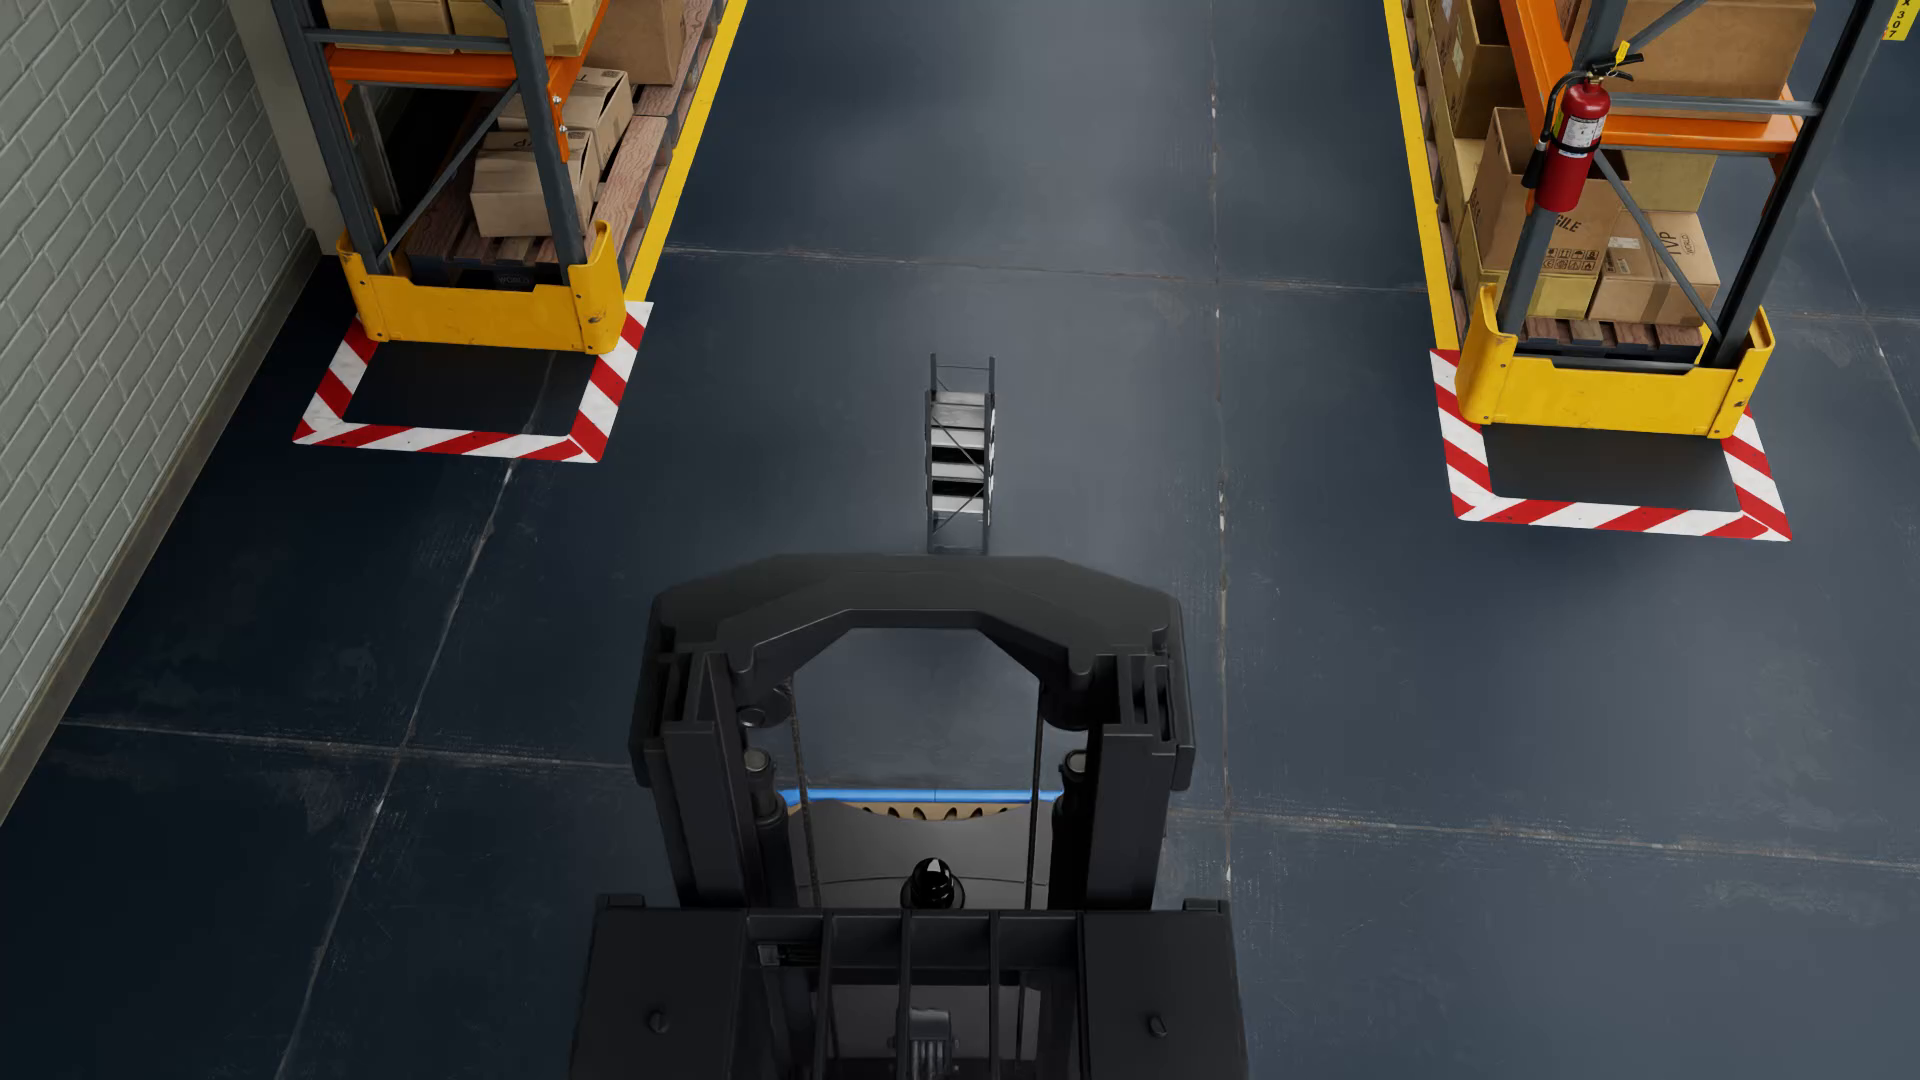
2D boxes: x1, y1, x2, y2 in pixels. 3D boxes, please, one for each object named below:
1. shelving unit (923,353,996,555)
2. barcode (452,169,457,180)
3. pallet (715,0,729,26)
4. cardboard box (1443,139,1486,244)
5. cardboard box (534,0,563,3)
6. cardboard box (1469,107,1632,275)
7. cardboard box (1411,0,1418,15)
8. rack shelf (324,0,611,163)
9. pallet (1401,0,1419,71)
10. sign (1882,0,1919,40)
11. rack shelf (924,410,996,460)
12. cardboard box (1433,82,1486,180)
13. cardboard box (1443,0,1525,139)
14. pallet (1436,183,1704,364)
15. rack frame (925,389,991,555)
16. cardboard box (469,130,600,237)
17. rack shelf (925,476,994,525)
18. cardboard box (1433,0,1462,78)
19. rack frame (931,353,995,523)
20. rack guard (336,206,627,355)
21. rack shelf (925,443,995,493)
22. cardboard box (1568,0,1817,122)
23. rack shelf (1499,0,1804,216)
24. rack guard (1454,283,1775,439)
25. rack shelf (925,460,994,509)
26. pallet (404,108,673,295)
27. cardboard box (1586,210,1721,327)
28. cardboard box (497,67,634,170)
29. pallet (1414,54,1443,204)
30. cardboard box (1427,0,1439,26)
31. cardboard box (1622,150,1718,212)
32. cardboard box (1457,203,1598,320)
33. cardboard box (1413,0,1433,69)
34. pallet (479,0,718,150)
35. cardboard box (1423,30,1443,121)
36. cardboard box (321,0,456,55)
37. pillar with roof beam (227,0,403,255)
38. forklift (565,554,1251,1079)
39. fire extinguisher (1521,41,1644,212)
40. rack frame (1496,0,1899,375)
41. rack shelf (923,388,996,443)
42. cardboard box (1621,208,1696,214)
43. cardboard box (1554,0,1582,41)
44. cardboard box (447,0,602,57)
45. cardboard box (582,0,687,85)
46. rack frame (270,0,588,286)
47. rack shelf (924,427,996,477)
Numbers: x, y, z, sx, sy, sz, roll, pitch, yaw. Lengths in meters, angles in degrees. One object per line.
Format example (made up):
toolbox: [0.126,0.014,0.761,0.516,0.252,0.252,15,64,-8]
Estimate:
shelving unit: [0.001,-0.310,6.449,0.258,0.900,0.210,4,48,4]
barcode: [-2.393,-1.746,7.858,0.001,0.075,0.075,4,48,4]
pallet: [-1.810,-3.461,9.799,1.003,0.211,1.213,4,48,4]
cardboard box: [2.573,-1.625,7.808,0.500,0.250,0.500,4,48,4]
cardboard box: [-1.806,-2.499,6.609,0.500,0.500,0.500,4,48,4]
cardboard box: [2.537,-1.510,7.195,0.500,0.500,0.500,4,48,4]
cardboard box: [2.754,-3.094,9.152,0.500,0.250,0.500,4,48,4]
rack shelf: [-1.967,-3.186,8.145,1.077,0.370,4.000,4,48,4]
pallet: [3.035,-3.045,9.418,1.003,0.211,1.213,4,48,4]
sign: [3.337,-1.906,5.846,0.100,0.325,0.005,4,48,4]
rack shelf: [0.001,-0.409,6.341,0.258,0.077,0.200,4,48,4]
cardboard box: [2.617,-1.992,8.144,0.500,0.250,0.500,4,48,4]
cardboard box: [2.614,-2.245,7.868,0.500,0.500,0.500,4,48,4]
pallet: [2.813,-1.252,7.778,1.003,0.211,1.213,4,48,4]
rack frame: [-0.009,-0.235,6.381,0.240,0.900,0.006,4,48,4]
cardboard box: [-1.996,-1.703,7.824,0.500,0.311,0.500,-1,48,-1]
rack shelf: [0.001,-0.166,6.607,0.258,0.077,0.200,4,48,4]
cardboard box: [2.661,-2.613,8.203,0.500,0.500,0.500,4,48,4]
rack frame: [0.010,-0.384,6.518,0.240,0.900,0.006,4,48,4]
rack guard: [-2.142,-1.171,7.508,1.175,0.500,0.348,4,48,4]
rack shelf: [0.001,-0.287,6.474,0.258,0.077,0.200,4,48,4]
cardboard box: [2.840,-2.005,6.509,0.700,0.500,0.500,4,48,4]
rack shelf: [2.967,-2.856,7.842,1.077,0.370,4.000,4,48,4]
rack guard: [2.782,-0.767,7.139,1.175,0.500,0.348,4,48,4]
rack shelf: [0.001,-0.226,6.540,0.258,0.077,0.200,4,48,4]
pallet: [-2.033,-1.668,8.159,1.003,0.211,1.213,4,48,4]
cardboard box: [3.055,-1.222,7.439,0.500,0.250,0.500,4,48,4]
cardboard box: [-1.944,-2.121,8.207,0.500,0.311,0.500,7,48,7]
pallet: [2.926,-2.146,8.596,1.003,0.211,1.213,4,48,4]
cardboard box: [2.704,-2.980,8.540,0.500,0.500,0.500,4,48,4]
cardboard box: [3.099,-1.842,7.499,0.500,0.500,0.500,4,48,4]
cardboard box: [2.539,-1.256,7.471,0.500,0.250,0.500,4,48,4]
cardboard box: [2.704,-2.727,8.816,0.500,0.250,0.500,4,48,4]
pallet: [-1.919,-2.563,8.977,1.003,0.211,1.213,4,48,4]
cardboard box: [2.664,-2.359,8.480,0.500,0.250,0.500,4,48,4]
cardboard box: [-2.299,-2.272,6.909,0.500,0.250,0.500,4,48,4]
pillar with roof beam: [1.341,-4.267,4.580,9.100,9.000,0.400,4,48,4]
forklift: [-0.082,1.529,3.391,1.130,2.935,3.031,0,48,0]
fire extinguisher: [2.311,-1.547,6.211,0.296,0.674,0.183,4,48,4]
rack frame: [2.785,-1.629,6.233,1.000,3.000,0.127,4,48,4]
rack shelf: [0.001,-0.469,6.275,0.258,0.077,0.200,4,48,4]
cardboard box: [3.097,-1.589,7.776,0.500,0.250,0.500,4,48,4]
cardboard box: [2.883,-2.391,6.862,0.700,0.500,0.500,5,48,5]
cardboard box: [-1.788,-2.252,6.891,0.500,0.250,0.500,3,48,2]
cardboard box: [-1.828,-2.721,8.628,0.700,0.500,0.500,1,48,1]
rack frame: [-2.149,-1.959,6.535,1.000,3.000,0.127,4,48,4]
rack shelf: [0.001,-0.348,6.408,0.258,0.077,0.200,4,48,4]
